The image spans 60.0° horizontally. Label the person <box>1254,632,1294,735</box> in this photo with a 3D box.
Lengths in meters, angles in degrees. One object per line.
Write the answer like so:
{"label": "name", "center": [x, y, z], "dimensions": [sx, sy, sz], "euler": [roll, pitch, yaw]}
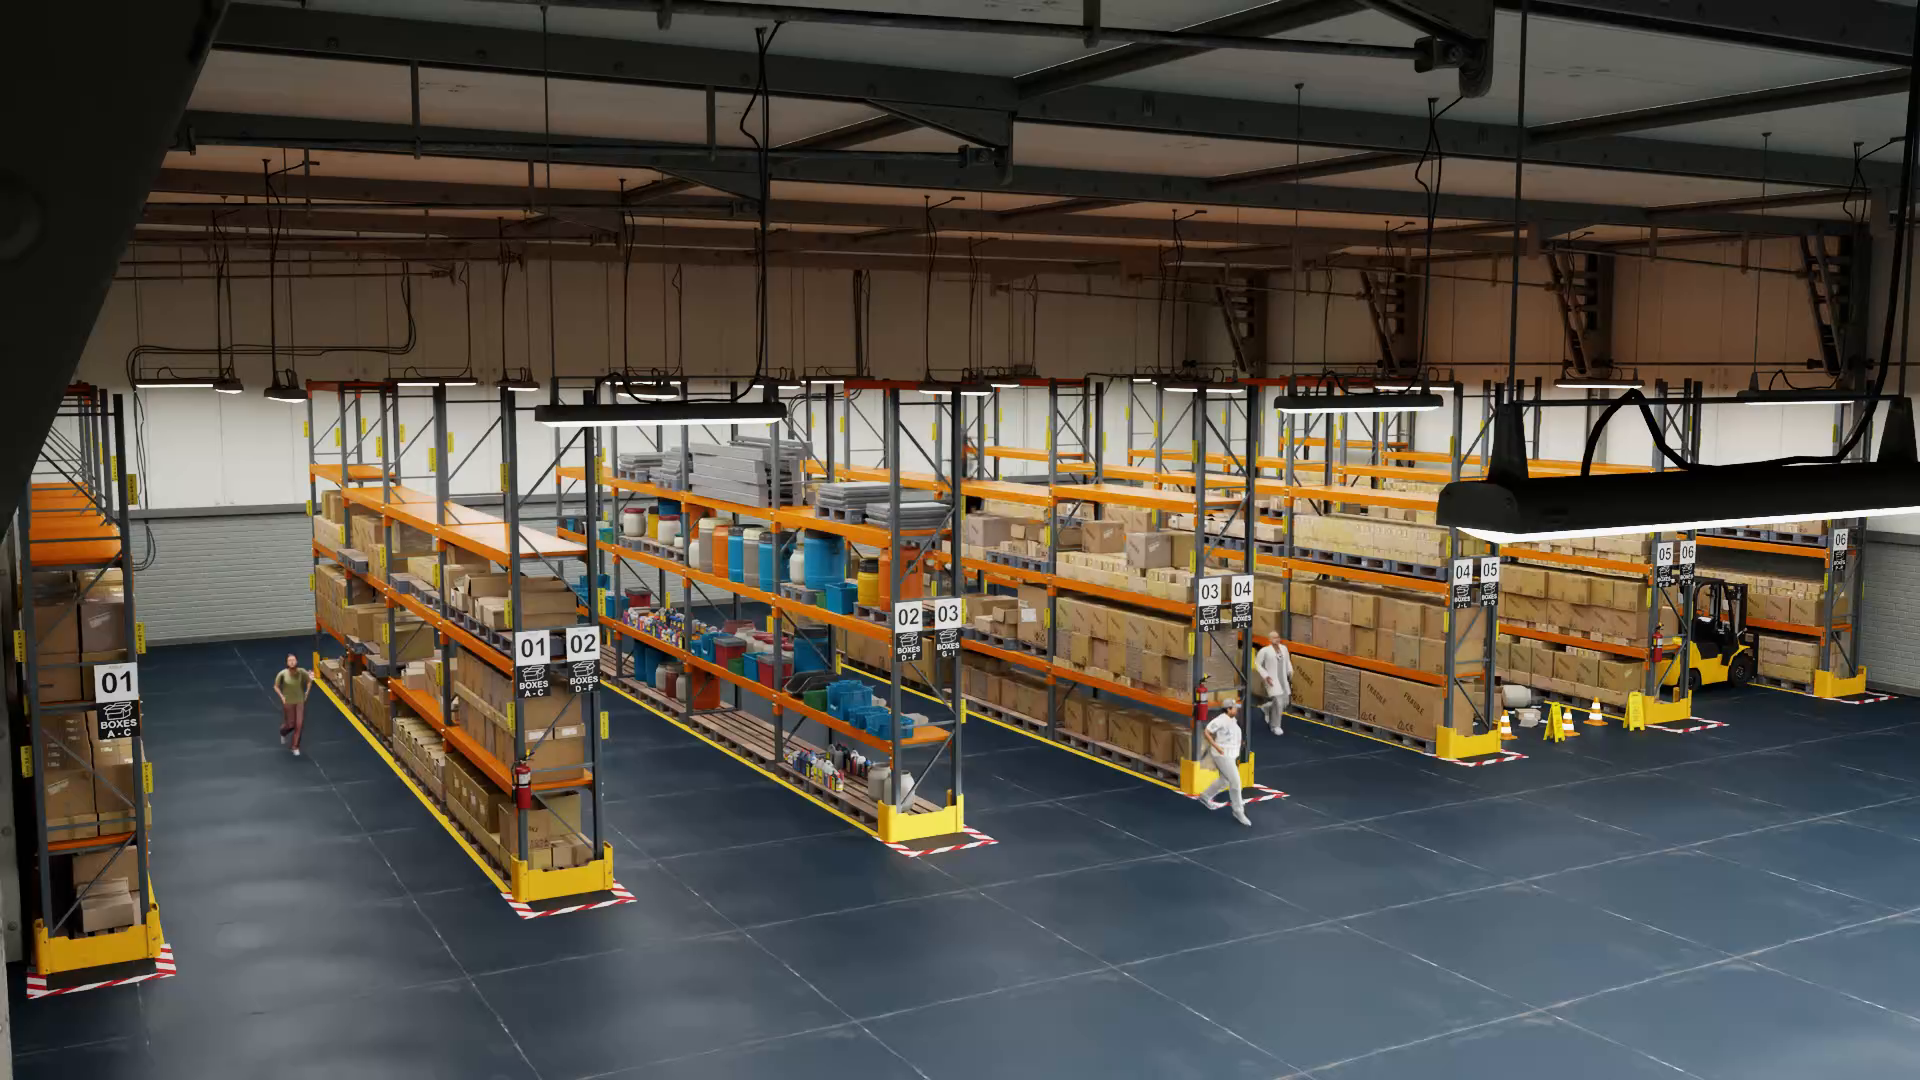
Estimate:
{"label": "person", "center": [5.394, 2.475, 28.604], "dimensions": [0.707, 1.673, 0.672], "euler": [-3, 7, -23]}

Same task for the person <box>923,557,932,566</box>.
{"label": "person", "center": [-1.125, 1.117, 41.203], "dimensions": [0.877, 1.674, 0.868], "euler": [-3, 7, -28]}

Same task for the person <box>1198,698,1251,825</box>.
{"label": "person", "center": [3.742, 3.044, 23.223], "dimensions": [0.904, 1.678, 0.616], "euler": [4, 7, 31]}

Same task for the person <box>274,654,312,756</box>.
{"label": "person", "center": [-10.850, 2.664, 27.097], "dimensions": [0.578, 1.617, 0.610], "euler": [-4, 7, -31]}

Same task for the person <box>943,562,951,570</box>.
{"label": "person", "center": [-0.469, 1.145, 41.365], "dimensions": [0.603, 1.563, 0.873], "euler": [4, 7, 32]}
